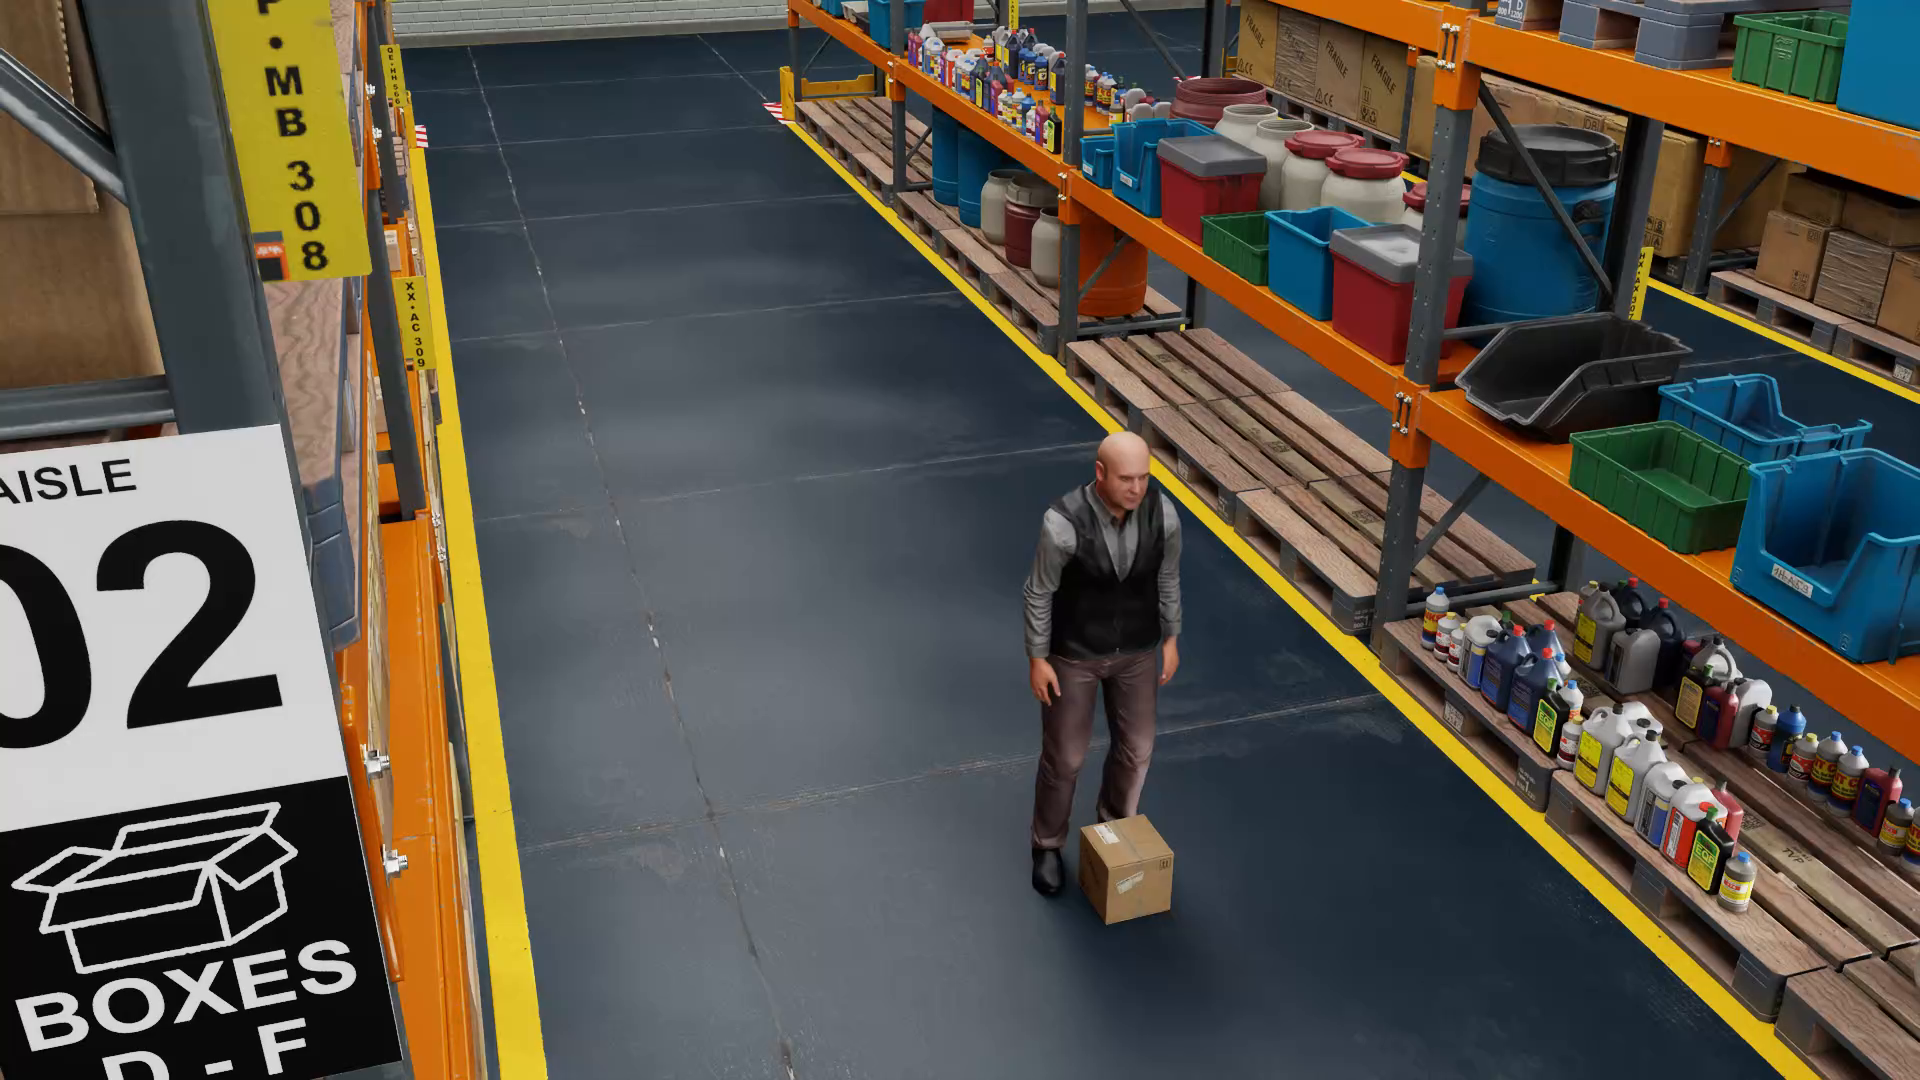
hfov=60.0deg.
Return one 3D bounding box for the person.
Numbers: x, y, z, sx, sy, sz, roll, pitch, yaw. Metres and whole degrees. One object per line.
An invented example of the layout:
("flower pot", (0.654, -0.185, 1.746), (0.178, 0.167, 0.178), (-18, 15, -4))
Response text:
("person", (0.494, 0.395, 5.837), (0.582, 1.721, 0.412), (-8, 27, -17))
